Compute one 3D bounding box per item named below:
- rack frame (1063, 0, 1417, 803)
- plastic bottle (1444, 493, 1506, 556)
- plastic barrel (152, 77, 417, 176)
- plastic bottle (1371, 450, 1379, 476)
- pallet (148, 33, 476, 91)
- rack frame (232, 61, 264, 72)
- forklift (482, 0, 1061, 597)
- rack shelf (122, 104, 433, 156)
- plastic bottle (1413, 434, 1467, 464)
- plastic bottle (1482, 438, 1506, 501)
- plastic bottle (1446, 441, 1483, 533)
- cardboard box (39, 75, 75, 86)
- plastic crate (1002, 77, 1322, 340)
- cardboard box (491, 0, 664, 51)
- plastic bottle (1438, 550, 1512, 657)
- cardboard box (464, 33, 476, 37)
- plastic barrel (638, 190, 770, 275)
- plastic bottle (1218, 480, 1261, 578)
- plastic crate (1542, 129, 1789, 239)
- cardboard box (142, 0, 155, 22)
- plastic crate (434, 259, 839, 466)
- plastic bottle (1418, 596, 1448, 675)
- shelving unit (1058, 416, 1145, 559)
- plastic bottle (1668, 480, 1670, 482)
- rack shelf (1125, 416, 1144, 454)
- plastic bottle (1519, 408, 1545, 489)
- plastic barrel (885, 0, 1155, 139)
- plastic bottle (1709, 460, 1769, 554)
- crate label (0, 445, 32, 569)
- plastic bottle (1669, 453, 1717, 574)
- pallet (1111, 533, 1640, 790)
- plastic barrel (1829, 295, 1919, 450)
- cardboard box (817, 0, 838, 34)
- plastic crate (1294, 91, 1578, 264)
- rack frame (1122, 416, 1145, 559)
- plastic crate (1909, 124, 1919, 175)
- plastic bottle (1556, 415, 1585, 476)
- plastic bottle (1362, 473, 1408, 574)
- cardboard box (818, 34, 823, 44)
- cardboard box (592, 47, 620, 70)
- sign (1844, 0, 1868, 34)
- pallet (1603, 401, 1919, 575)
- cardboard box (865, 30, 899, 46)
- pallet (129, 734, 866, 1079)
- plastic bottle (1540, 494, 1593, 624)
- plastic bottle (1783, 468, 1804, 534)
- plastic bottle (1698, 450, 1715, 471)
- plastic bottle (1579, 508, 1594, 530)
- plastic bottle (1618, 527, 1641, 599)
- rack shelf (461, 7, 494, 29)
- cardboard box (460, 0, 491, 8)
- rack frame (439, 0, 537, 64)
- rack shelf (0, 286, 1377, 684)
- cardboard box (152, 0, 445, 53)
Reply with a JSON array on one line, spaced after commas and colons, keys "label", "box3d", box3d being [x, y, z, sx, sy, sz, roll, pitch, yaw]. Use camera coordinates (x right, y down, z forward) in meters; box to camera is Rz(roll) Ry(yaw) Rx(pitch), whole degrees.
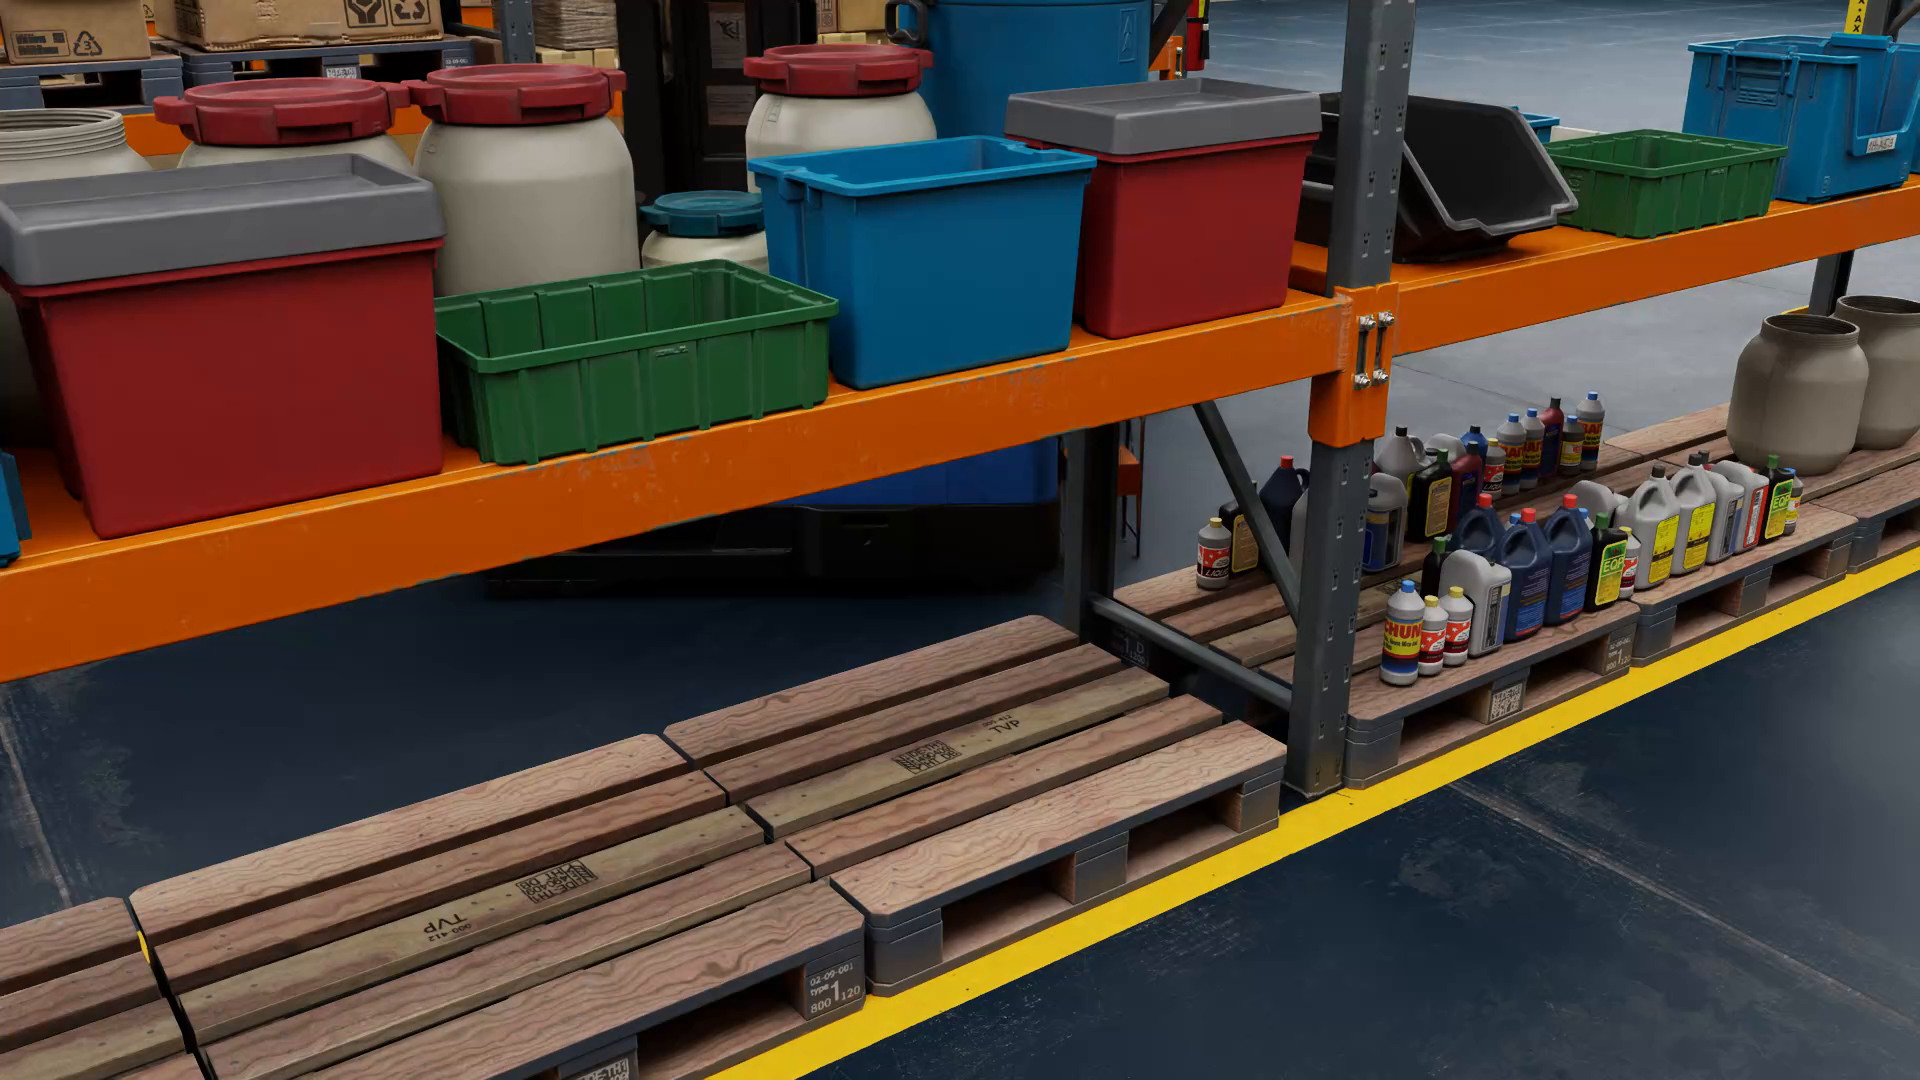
[{"label": "rack frame", "box3d": [0.644, -0.890, 4.079, 0.127, 3.000, 1.000, -15, 26, -33]}, {"label": "plastic bottle", "box3d": [1.457, 0.043, 4.722, 0.185, 0.351, 0.144, -15, 26, -33]}, {"label": "plastic barrel", "box3d": [-1.208, -0.559, 3.068, 0.433, 0.535, 0.433, 0, 22, 0]}, {"label": "plastic bottle", "box3d": [1.262, -0.148, 5.291, 0.133, 0.283, 0.061, -13, 25, -29]}, {"label": "pallet", "box3d": [-2.954, -2.169, 7.544, 1.213, 0.211, 1.003, -15, 26, -33]}, {"label": "rack frame", "box3d": [-5.064, -3.894, 11.608, 0.127, 3.000, 1.000, -15, 26, -33]}, {"label": "forklift", "box3d": [-1.189, -1.372, 5.381, 3.031, 2.935, 1.130, 0, 22, 0]}, {"label": "rack shelf", "box3d": [-3.873, -1.613, 6.862, 4.000, 0.370, 1.077, -15, 26, -33]}, {"label": "plastic bottle", "box3d": [1.550, -0.201, 5.433, 0.135, 0.276, 0.152, -14, 26, -32]}, {"label": "plastic bottle", "box3d": [1.797, -0.244, 5.643, 0.097, 0.201, 0.097, 0, 22, 0]}, {"label": "plastic bottle", "box3d": [1.613, -0.172, 5.352, 0.133, 0.283, 0.061, -15, 26, -33]}, {"label": "cardboard box", "box3d": [-6.300, -2.675, 11.022, 0.750, 0.750, 1.050, -15, 26, -33]}, {"label": "plastic crate", "box3d": [0.429, -0.723, 3.574, 0.583, 0.464, 0.402, -15, 26, -33]}, {"label": "cardboard box", "box3d": [-1.848, -2.643, 7.937, 0.500, 0.500, 0.875, -15, 26, -33]}, {"label": "plastic bottle", "box3d": [1.405, 0.156, 4.541, 0.135, 0.276, 0.152, -14, 26, -31]}, {"label": "cardboard box", "box3d": [-3.783, -3.414, 12.704, 0.875, 0.875, 0.875, -15, 26, -32]}, {"label": "plastic barrel", "box3d": [-0.520, -0.585, 3.502, 0.301, 0.262, 0.301, 0, 22, 0]}, {"label": "plastic bottle", "box3d": [0.841, -0.036, 5.011, 0.133, 0.283, 0.061, -13, 25, -30]}, {"label": "plastic crate", "box3d": [1.910, -1.000, 4.642, 0.662, 0.188, 0.450, -15, 26, -33]}, {"label": "cardboard box", "box3d": [-5.331, -3.747, 11.104, 0.500, 0.500, 0.500, -15, 26, -33]}, {"label": "plastic crate", "box3d": [-0.605, -0.330, 2.961, 0.662, 0.188, 0.450, -15, 26, -33]}, {"label": "plastic bottle", "box3d": [1.241, 0.246, 4.414, 0.097, 0.201, 0.097, 0, 22, 0]}, {"label": "shelving unit", "box3d": [0.477, -0.451, 5.609, 0.252, 1.050, 0.215, -4, 22, -9]}, {"label": "plastic bottle", "box3d": [2.235, -0.088, 5.252, 0.097, 0.201, 0.097, 0, 22, 0]}, {"label": "rack shelf", "box3d": [0.477, -0.441, 5.613, 0.240, 0.259, 0.215, -4, 22, -9]}, {"label": "plastic bottle", "box3d": [1.959, -0.320, 5.738, 0.097, 0.271, 0.097, 0, 22, 0]}, {"label": "plastic barrel", "box3d": [0.153, -1.130, 4.005, 0.708, 0.901, 0.600, -15, 26, -33]}, {"label": "plastic bottle", "box3d": [2.435, -0.119, 5.229, 0.135, 0.276, 0.152, -15, 26, -32]}, {"label": "crate label", "box3d": [-1.639, -0.174, 2.238, 0.616, 0.435, 0.502, -15, 26, -33]}, {"label": "plastic bottle", "box3d": [2.190, -0.087, 5.047, 0.185, 0.351, 0.144, -14, 26, -31]}, {"label": "pallet", "box3d": [1.213, 0.272, 4.929, 1.213, 0.211, 1.003, -15, 26, -33]}, {"label": "plastic barrel", "box3d": [3.401, -0.630, 6.217, 0.421, 0.512, 0.421, 0, 22, 0]}, {"label": "cardboard box", "box3d": [-1.074, -2.879, 8.529, 0.500, 0.500, 0.875, -15, 26, -33]}, {"label": "plastic crate", "box3d": [1.143, -0.936, 4.279, 0.504, 0.338, 0.767, -15, 26, -33]}, {"label": "rack frame", "box3d": [0.597, -0.458, 5.628, 0.008, 1.050, 0.200, -4, 22, -9]}, {"label": "plastic crate", "box3d": [3.128, -1.349, 5.431, 0.408, 0.251, 0.499, -15, 26, -33]}, {"label": "plastic bottle", "box3d": [2.153, -0.339, 5.881, 0.097, 0.201, 0.097, 0, 22, 0]}, {"label": "plastic bottle", "box3d": [1.261, -0.058, 5.075, 0.135, 0.276, 0.152, -15, 26, -33]}, {"label": "cardboard box", "box3d": [-0.899, -2.497, 8.446, 0.250, 0.149, 0.380, -15, 26, -33]}, {"label": "cardboard box", "box3d": [-1.688, -2.269, 7.875, 0.250, 0.149, 0.380, -15, 26, -33]}, {"label": "sign", "box3d": [3.573, -2.051, 6.615, 0.005, 0.325, 0.100, -15, 26, -33]}, {"label": "pallet", "box3d": [3.194, -0.256, 6.252, 1.213, 0.211, 1.003, -15, 26, -33]}, {"label": "cardboard box", "box3d": [-0.513, -2.616, 8.743, 0.250, 0.149, 0.380, -15, 26, -33]}, {"label": "pallet", "box3d": [-0.962, 0.853, 3.475, 1.213, 0.211, 1.003, -15, 26, -33]}, {"label": "plastic bottle", "box3d": [1.694, 0.045, 4.716, 0.185, 0.351, 0.144, -16, 27, -35]}, {"label": "plastic bottle", "box3d": [2.656, -0.131, 5.359, 0.097, 0.201, 0.097, 0, 22, 0]}, {"label": "plastic bottle", "box3d": [2.372, -0.155, 5.308, 0.133, 0.283, 0.061, -15, 26, -33]}, {"label": "plastic bottle", "box3d": [1.792, 0.039, 4.839, 0.097, 0.271, 0.097, 0, 22, 0]}, {"label": "plastic bottle", "box3d": [1.938, 0.061, 4.879, 0.097, 0.201, 0.097, 0, 22, 0]}, {"label": "rack shelf", "box3d": [-3.440, -3.993, 12.826, 4.000, 0.370, 1.077, -15, 26, -33]}, {"label": "cardboard box", "box3d": [-3.831, -4.254, 12.308, 0.550, 0.550, 0.875, -15, 26, -33]}, {"label": "rack frame", "box3d": [-2.249, -2.380, 7.813, 0.127, 3.000, 1.000, -15, 26, -33]}, {"label": "rack shelf", "box3d": [-0.980, -0.123, 3.128, 4.000, 0.370, 1.077, -15, 26, -33]}, {"label": "cardboard box", "box3d": [-2.976, -2.724, 7.299, 1.000, 1.000, 1.000, -15, 26, -33]}]
